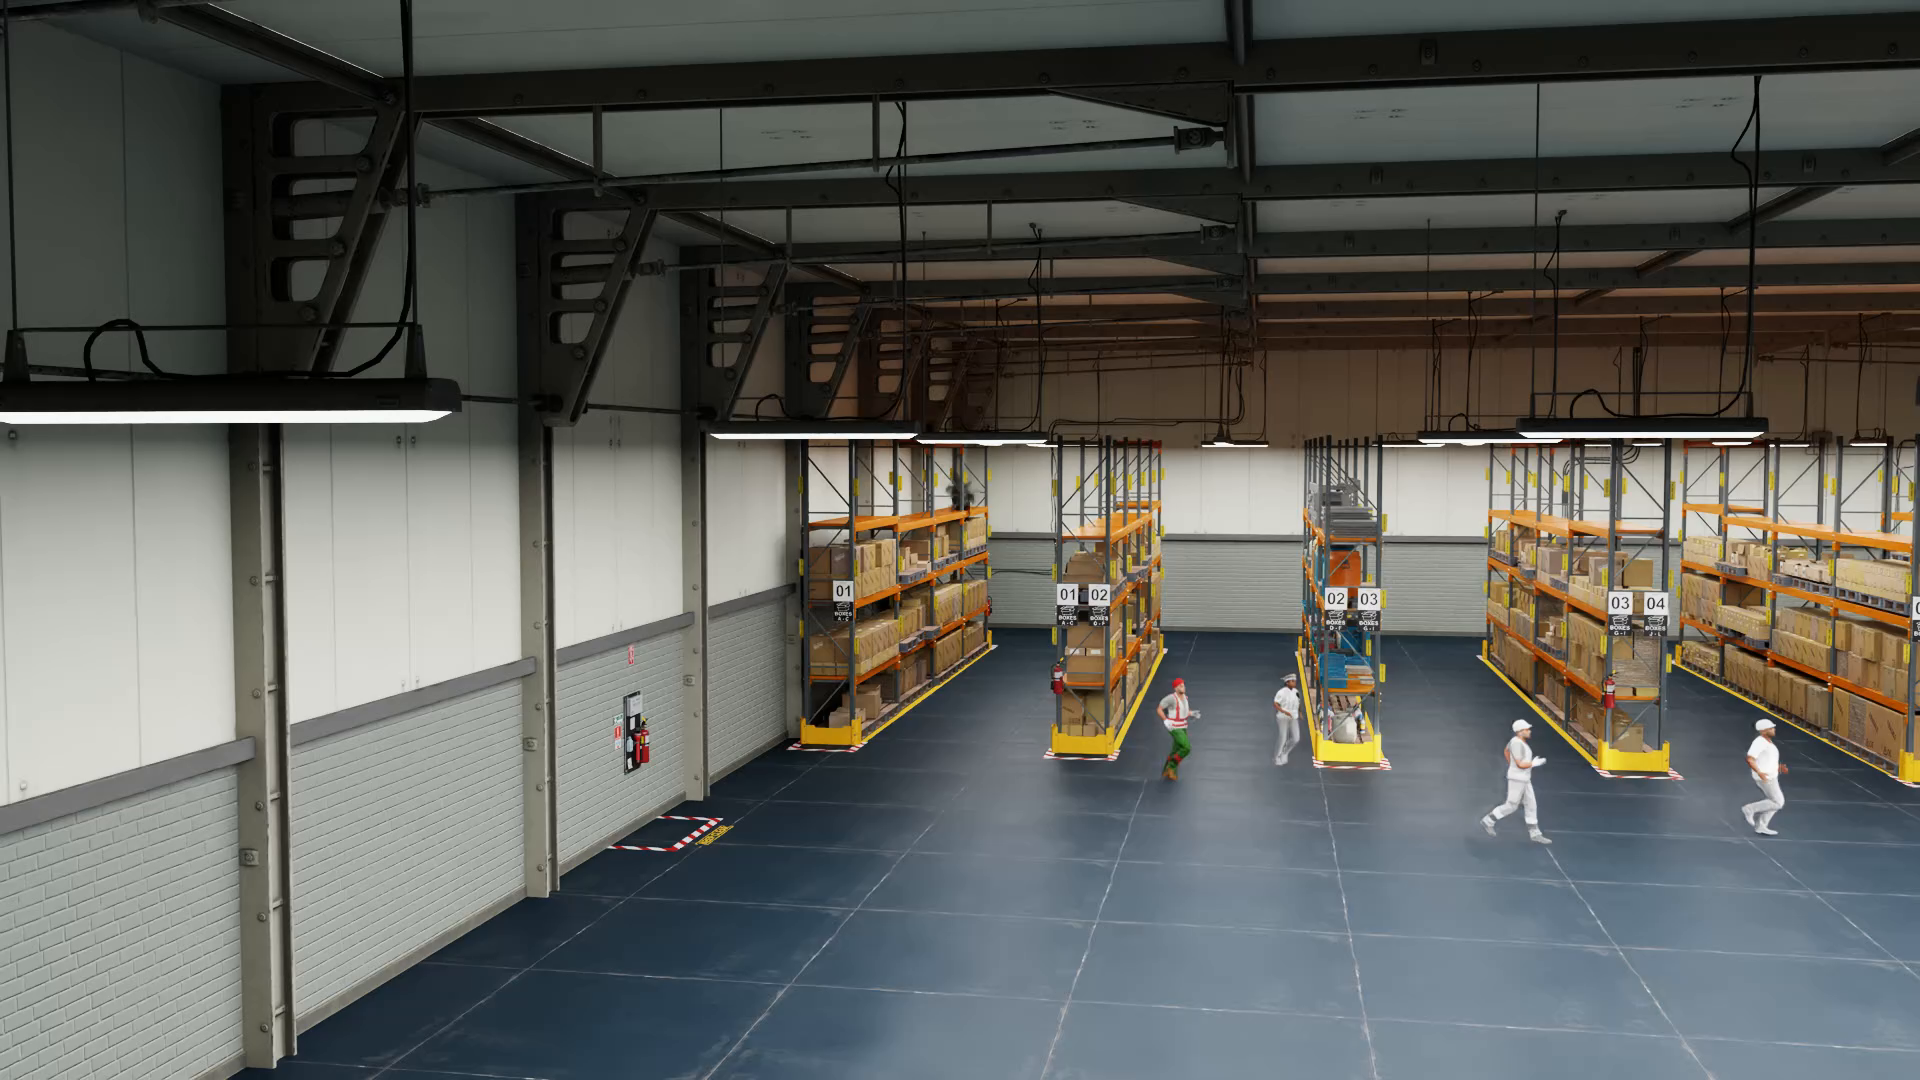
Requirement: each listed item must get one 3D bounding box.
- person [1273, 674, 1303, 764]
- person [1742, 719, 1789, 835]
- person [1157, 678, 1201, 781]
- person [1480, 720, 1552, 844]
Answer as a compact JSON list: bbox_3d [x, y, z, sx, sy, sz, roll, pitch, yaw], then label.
[{"bbox_3d":[5.998,3.256,30.238,0.635,1.654,0.560,-1,3,-20],"label":"person"},{"bbox_3d":[11.994,3.524,24.762,0.584,1.717,0.703,2,4,36],"label":"person"},{"bbox_3d":[3.821,3.277,28.814,0.667,1.770,0.624,2,4,37],"label":"person"},{"bbox_3d":[8.086,3.487,24.132,0.999,1.772,0.664,2,3,28],"label":"person"}]
